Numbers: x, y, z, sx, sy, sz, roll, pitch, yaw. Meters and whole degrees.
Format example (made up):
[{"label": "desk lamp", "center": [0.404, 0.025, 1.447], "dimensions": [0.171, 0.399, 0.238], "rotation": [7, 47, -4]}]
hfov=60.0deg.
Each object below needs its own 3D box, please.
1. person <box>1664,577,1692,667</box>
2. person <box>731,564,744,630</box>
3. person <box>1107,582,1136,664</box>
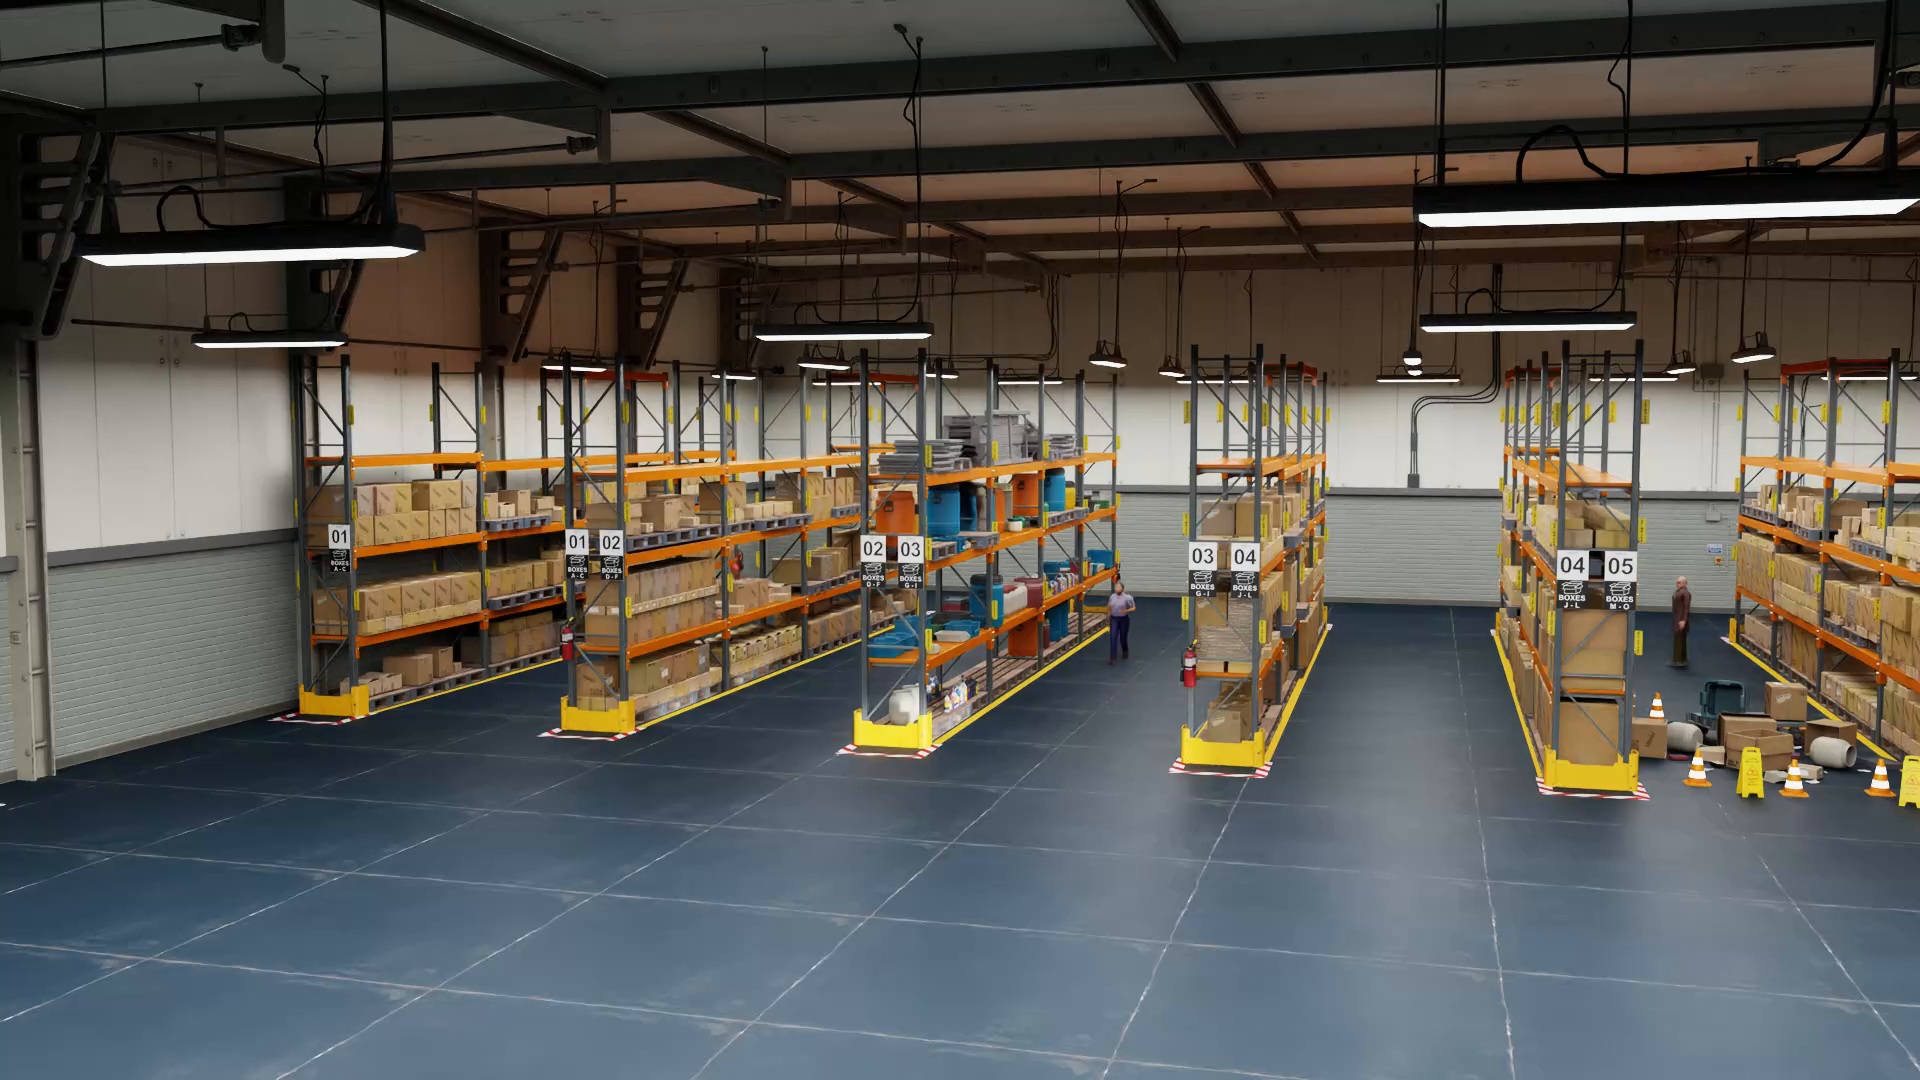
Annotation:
[{"label": "person", "center": [14.393, 1.623, 33.314], "dimensions": [0.468, 1.784, 0.632], "rotation": [2, 5, 26]}, {"label": "person", "center": [-4.887, 1.397, 36.212], "dimensions": [0.518, 1.749, 0.994], "rotation": [1, 4, 15]}, {"label": "person", "center": [3.235, 1.657, 33.526], "dimensions": [0.612, 1.589, 1.028], "rotation": [1, 4, 16]}]
